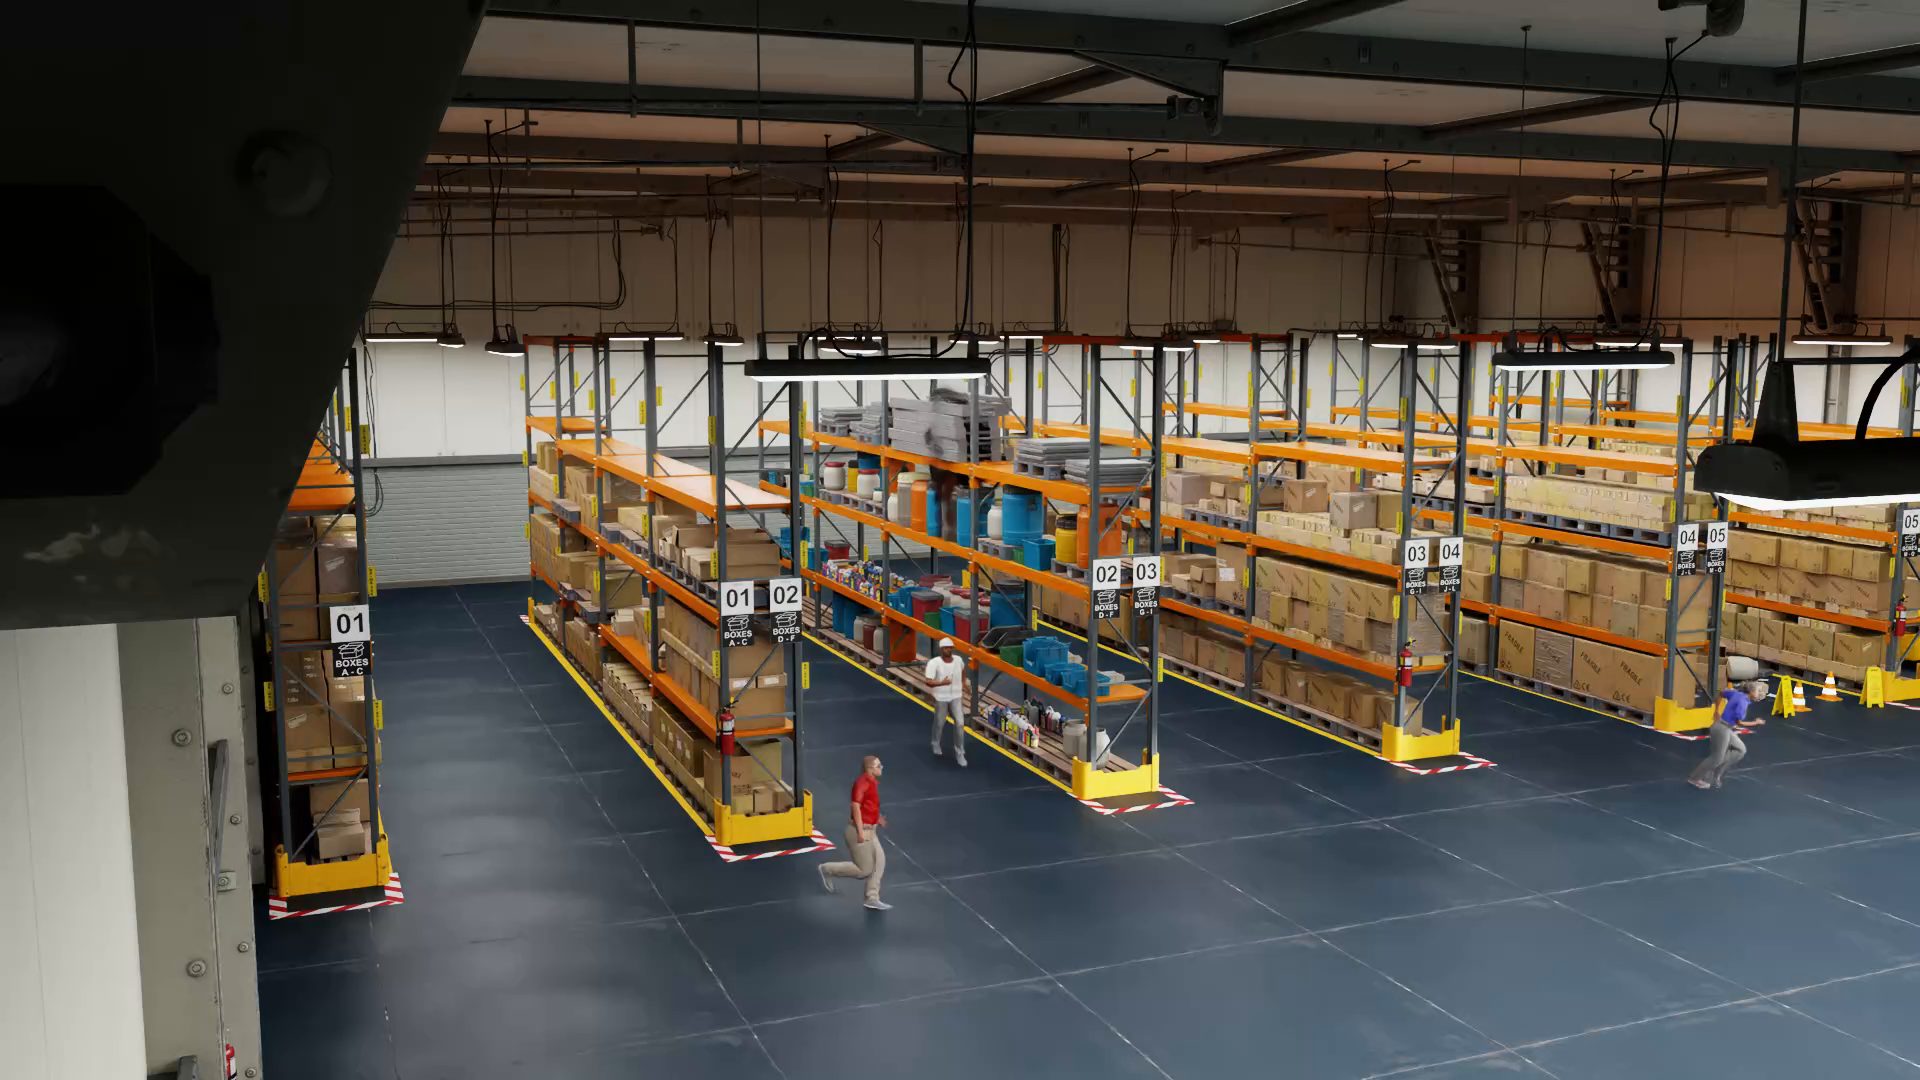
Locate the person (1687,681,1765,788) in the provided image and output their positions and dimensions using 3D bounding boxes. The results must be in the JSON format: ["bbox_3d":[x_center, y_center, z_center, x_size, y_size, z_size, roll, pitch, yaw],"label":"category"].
[{"bbox_3d":[10.349,2.605,22.445,0.910,1.497,0.608,2,8,18],"label":"person"}]

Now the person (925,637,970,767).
[{"bbox_3d":[-0.181,2.289,23.806,0.695,1.819,0.801,-2,8,-17],"label":"person"}]

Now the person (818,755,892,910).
[{"bbox_3d":[-1.126,3.161,17.878,0.789,1.709,0.683,0,8,0],"label":"person"}]
